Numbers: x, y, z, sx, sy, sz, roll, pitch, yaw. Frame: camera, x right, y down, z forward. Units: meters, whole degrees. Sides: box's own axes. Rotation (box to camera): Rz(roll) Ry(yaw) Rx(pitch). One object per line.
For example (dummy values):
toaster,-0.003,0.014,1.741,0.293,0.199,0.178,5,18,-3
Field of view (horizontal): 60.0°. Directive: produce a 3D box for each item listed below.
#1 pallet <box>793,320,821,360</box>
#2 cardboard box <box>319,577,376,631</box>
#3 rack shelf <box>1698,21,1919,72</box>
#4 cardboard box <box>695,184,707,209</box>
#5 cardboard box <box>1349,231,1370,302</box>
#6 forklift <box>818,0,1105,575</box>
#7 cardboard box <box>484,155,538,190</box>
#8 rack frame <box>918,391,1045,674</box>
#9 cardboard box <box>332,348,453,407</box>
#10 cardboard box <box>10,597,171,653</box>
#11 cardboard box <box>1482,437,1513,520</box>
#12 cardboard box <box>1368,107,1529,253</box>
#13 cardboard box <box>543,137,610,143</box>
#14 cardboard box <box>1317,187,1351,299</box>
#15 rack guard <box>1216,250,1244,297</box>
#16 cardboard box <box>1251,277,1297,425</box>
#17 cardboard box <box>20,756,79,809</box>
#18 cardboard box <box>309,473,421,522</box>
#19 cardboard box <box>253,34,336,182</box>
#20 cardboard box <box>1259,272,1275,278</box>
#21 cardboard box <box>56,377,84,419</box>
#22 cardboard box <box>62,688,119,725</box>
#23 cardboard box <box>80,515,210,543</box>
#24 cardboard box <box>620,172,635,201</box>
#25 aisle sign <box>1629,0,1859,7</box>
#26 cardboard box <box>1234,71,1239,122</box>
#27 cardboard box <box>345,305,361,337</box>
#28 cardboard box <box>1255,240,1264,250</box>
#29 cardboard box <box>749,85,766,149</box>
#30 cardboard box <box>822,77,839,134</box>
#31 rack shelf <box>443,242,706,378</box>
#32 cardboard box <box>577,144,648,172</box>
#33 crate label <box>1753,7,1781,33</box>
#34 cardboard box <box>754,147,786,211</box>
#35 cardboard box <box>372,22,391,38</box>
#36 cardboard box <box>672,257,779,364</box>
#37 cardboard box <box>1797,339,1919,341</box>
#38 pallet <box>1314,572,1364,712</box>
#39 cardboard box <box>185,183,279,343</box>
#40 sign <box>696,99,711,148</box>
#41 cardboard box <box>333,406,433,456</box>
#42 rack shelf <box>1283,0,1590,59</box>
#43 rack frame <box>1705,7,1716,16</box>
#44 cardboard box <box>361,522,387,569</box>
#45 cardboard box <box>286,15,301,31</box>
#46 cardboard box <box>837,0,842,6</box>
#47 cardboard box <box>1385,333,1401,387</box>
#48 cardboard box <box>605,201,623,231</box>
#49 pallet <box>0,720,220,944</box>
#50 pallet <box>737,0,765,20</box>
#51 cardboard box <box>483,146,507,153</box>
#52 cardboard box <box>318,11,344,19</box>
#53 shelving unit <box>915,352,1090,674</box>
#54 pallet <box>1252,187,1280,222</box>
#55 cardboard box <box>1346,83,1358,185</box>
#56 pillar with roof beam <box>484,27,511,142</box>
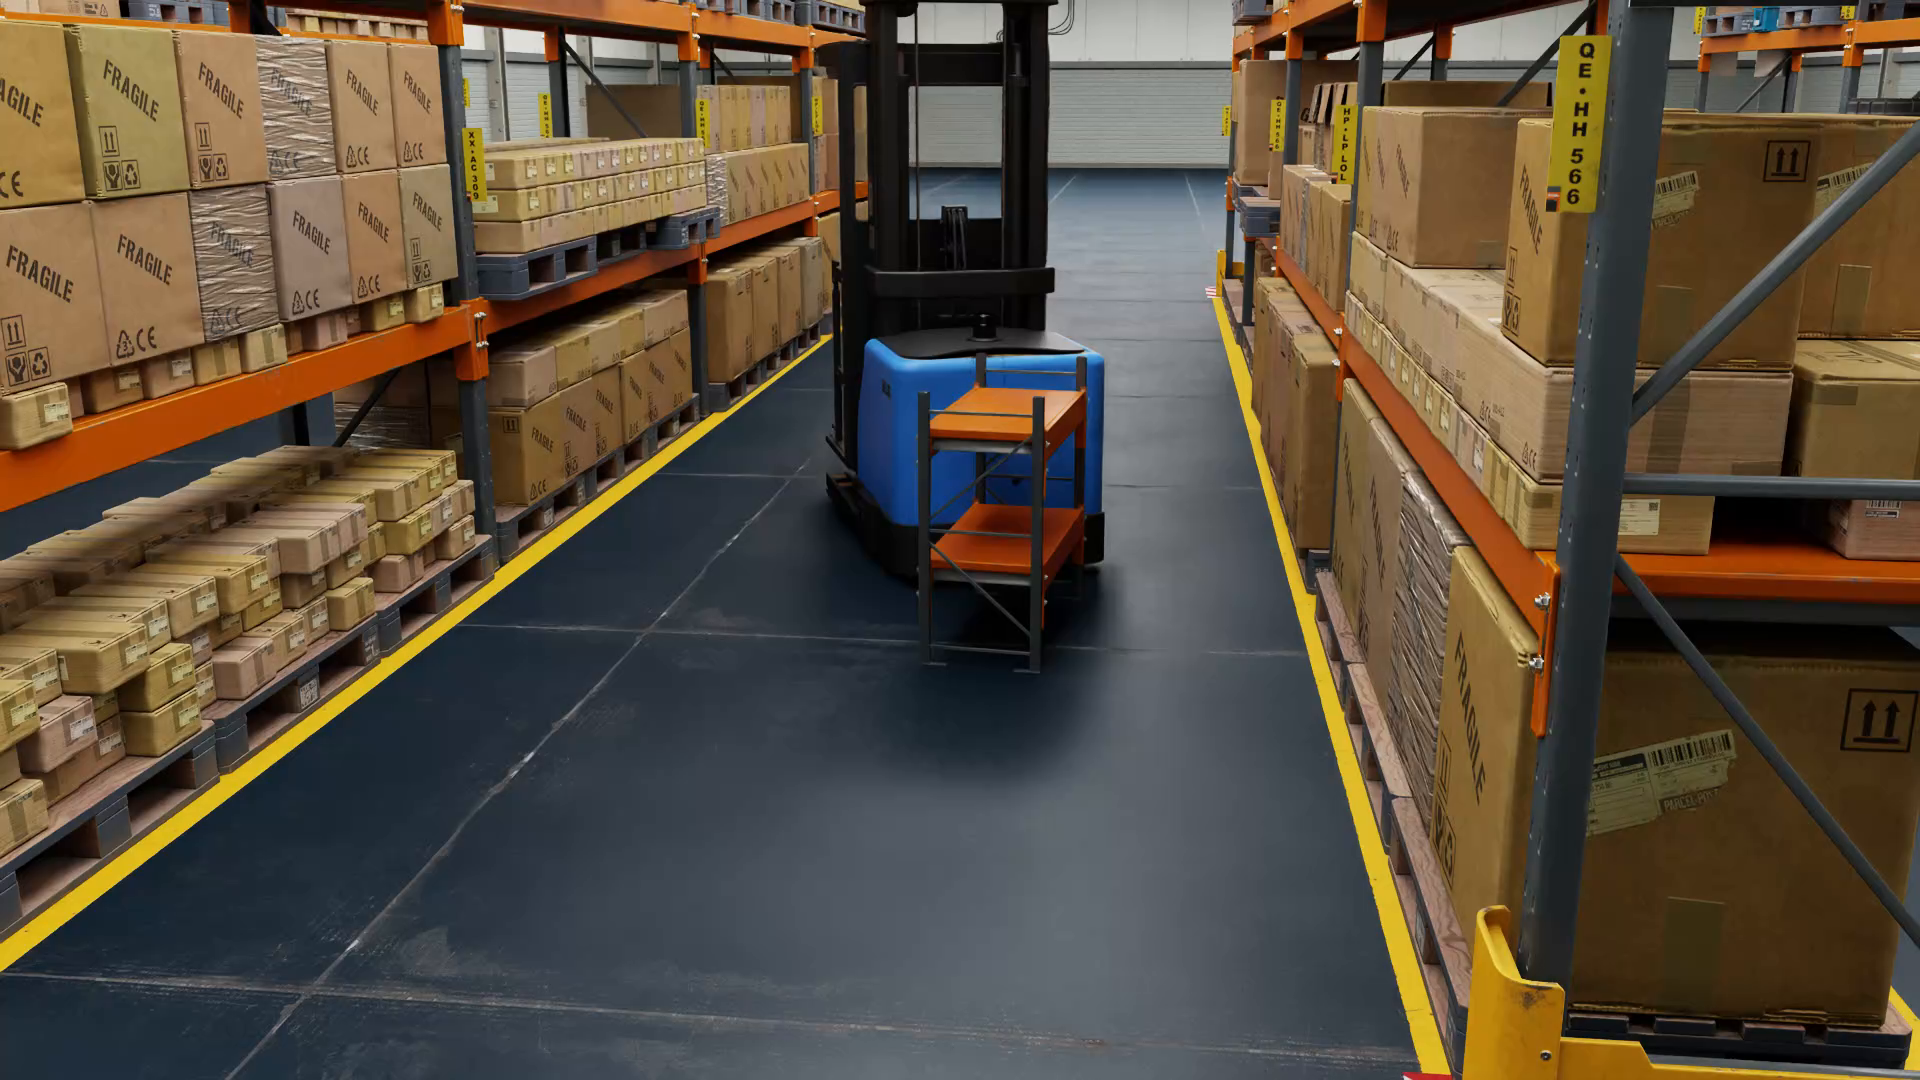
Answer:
pallet,-1.862,-1.830,15.024,1.003,0.211,1.213,2,15,6
cardboard box,-2.575,0.250,6.646,0.380,0.149,0.250,2,15,6
rack shelf,8.214,-4.679,15.852,1.077,0.370,4.000,2,15,6
cardboard box,-1.900,-2.281,11.027,0.380,0.149,0.250,2,15,7
cardboard box,1.851,-1.088,6.657,0.500,0.250,0.500,1,15,5
forklift,-0.137,-1.590,8.928,1.130,2.935,3.031,-3,16,-13
cardboard box,-2.251,-1.760,7.963,0.380,0.149,0.250,2,15,9
rack frame,0.081,-0.023,6.591,0.500,1.125,0.032,4,16,13
cardboard box,-2.920,-0.862,8.651,0.500,0.250,0.500,1,15,5
cardboard box,-2.794,0.291,5.356,0.380,0.149,0.250,1,15,4
cardboard box,1.453,-0.142,3.921,0.380,0.149,0.250,2,15,7
cardboard box,1.793,-1.320,6.078,0.500,0.500,0.500,2,15,6
cardboard box,-2.547,-2.594,11.046,0.380,0.149,0.250,2,15,6
cardboard box,2.008,-1.437,8.037,0.500,0.500,0.500,2,15,8
rack guard,3.510,-3.017,18.861,1.175,0.500,0.348,2,15,6
cardboard box,2.517,-1.167,10.497,1.225,0.875,0.875,1,15,4
cardboard box,-2.879,0.711,4.943,0.380,0.149,0.250,2,15,6
cardboard box,-2.545,-0.185,7.116,0.380,0.149,0.250,2,15,6
cardboard box,-2.662,-1.581,6.087,0.500,0.500,0.500,2,15,8
cardboard box,2.976,-2.053,14.454,0.700,0.500,0.500,1,15,2
cardboard box,-2.878,-0.426,4.971,0.380,0.149,0.250,2,15,9
cardboard box,-2.863,0.500,5.152,0.380,0.149,0.250,2,15,7
cardboard box,-3.132,0.008,6.403,0.380,0.149,0.250,1,15,4
cardboard box,-2.077,-2.023,9.502,0.380,0.149,0.250,1,15,5
aisle sign,1.406,-1.339,2.886,0.394,0.787,0.004,2,15,6
cardboard box,3.067,-4.524,16.969,0.500,0.500,0.500,2,15,6
cardboard box,-2.660,-0.899,6.720,0.380,0.149,0.250,1,15,5
cardboard box,3.398,-2.922,17.705,0.500,0.500,0.500,6,16,21
cardboard box,-2.014,-3.516,13.810,0.700,0.500,0.500,2,15,7
cardboard box,-1.630,-4.349,16.641,0.875,0.550,0.550,2,15,6
rack shelf,-2.527,-1.475,9.747,1.077,0.370,4.000,2,15,6
cardboard box,-2.049,-2.233,9.712,0.380,0.149,0.250,2,15,9
crate label,7.900,-4.998,15.937,0.502,0.251,0.408,2,15,6
cardboard box,-1.757,-3.021,13.896,0.500,0.500,0.500,2,15,7
cardboard box,-6.220,-5.361,17.478,0.380,0.149,0.250,2,15,6
cardboard box,-2.048,-1.840,13.224,1.050,0.750,0.750,2,15,7
cardboard box,2.087,-0.416,4.172,0.500,0.250,0.500,2,15,6
pallet,2.000,0.410,6.741,1.003,0.211,1.213,2,15,6
cardboard box,-2.725,-0.965,5.721,0.500,0.500,0.500,1,15,5
sign,-1.761,-2.848,11.381,0.100,0.325,0.005,2,15,6
cardboard box,-2.920,-0.499,8.744,0.500,0.500,0.500,1,15,5
rack shelf,2.390,-2.750,8.719,1.077,0.370,4.000,2,15,6
rack frame,8.439,-6.993,17.285,1.000,3.000,0.127,2,15,6
cardboard box,-2.629,0.020,6.927,0.380,0.149,0.250,2,15,7
cardboard box,-6.498,-4.899,15.767,0.380,0.149,0.250,1,15,5
cardboard box,-1.358,-5.304,16.270,0.380,0.149,0.250,1,15,5
cardboard box,1.654,-0.607,5.640,0.380,0.149,0.250,2,15,7
cardboard box,-2.109,-1.812,9.294,0.380,0.149,0.250,1,15,5
pallet,-3.069,0.851,5.111,1.003,0.211,1.213,2,15,6
pallet,-2.158,-4.156,12.901,1.003,0.211,1.213,2,15,9
cardboard box,-2.754,-2.120,9.292,0.380,0.149,0.250,1,15,4
cardboard box,-6.409,-5.257,16.328,0.500,0.250,0.500,2,15,6
shelving unit,0.198,-0.152,7.068,0.538,1.125,1.048,4,16,13
pallet,2.798,-2.590,12.863,1.003,0.211,1.213,2,15,6
cardboard box,2.317,-2.007,8.225,0.797,0.503,0.637,2,15,7
pillar with roof beam,-5.927,-11.964,35.668,9.100,9.000,0.400,2,15,6
